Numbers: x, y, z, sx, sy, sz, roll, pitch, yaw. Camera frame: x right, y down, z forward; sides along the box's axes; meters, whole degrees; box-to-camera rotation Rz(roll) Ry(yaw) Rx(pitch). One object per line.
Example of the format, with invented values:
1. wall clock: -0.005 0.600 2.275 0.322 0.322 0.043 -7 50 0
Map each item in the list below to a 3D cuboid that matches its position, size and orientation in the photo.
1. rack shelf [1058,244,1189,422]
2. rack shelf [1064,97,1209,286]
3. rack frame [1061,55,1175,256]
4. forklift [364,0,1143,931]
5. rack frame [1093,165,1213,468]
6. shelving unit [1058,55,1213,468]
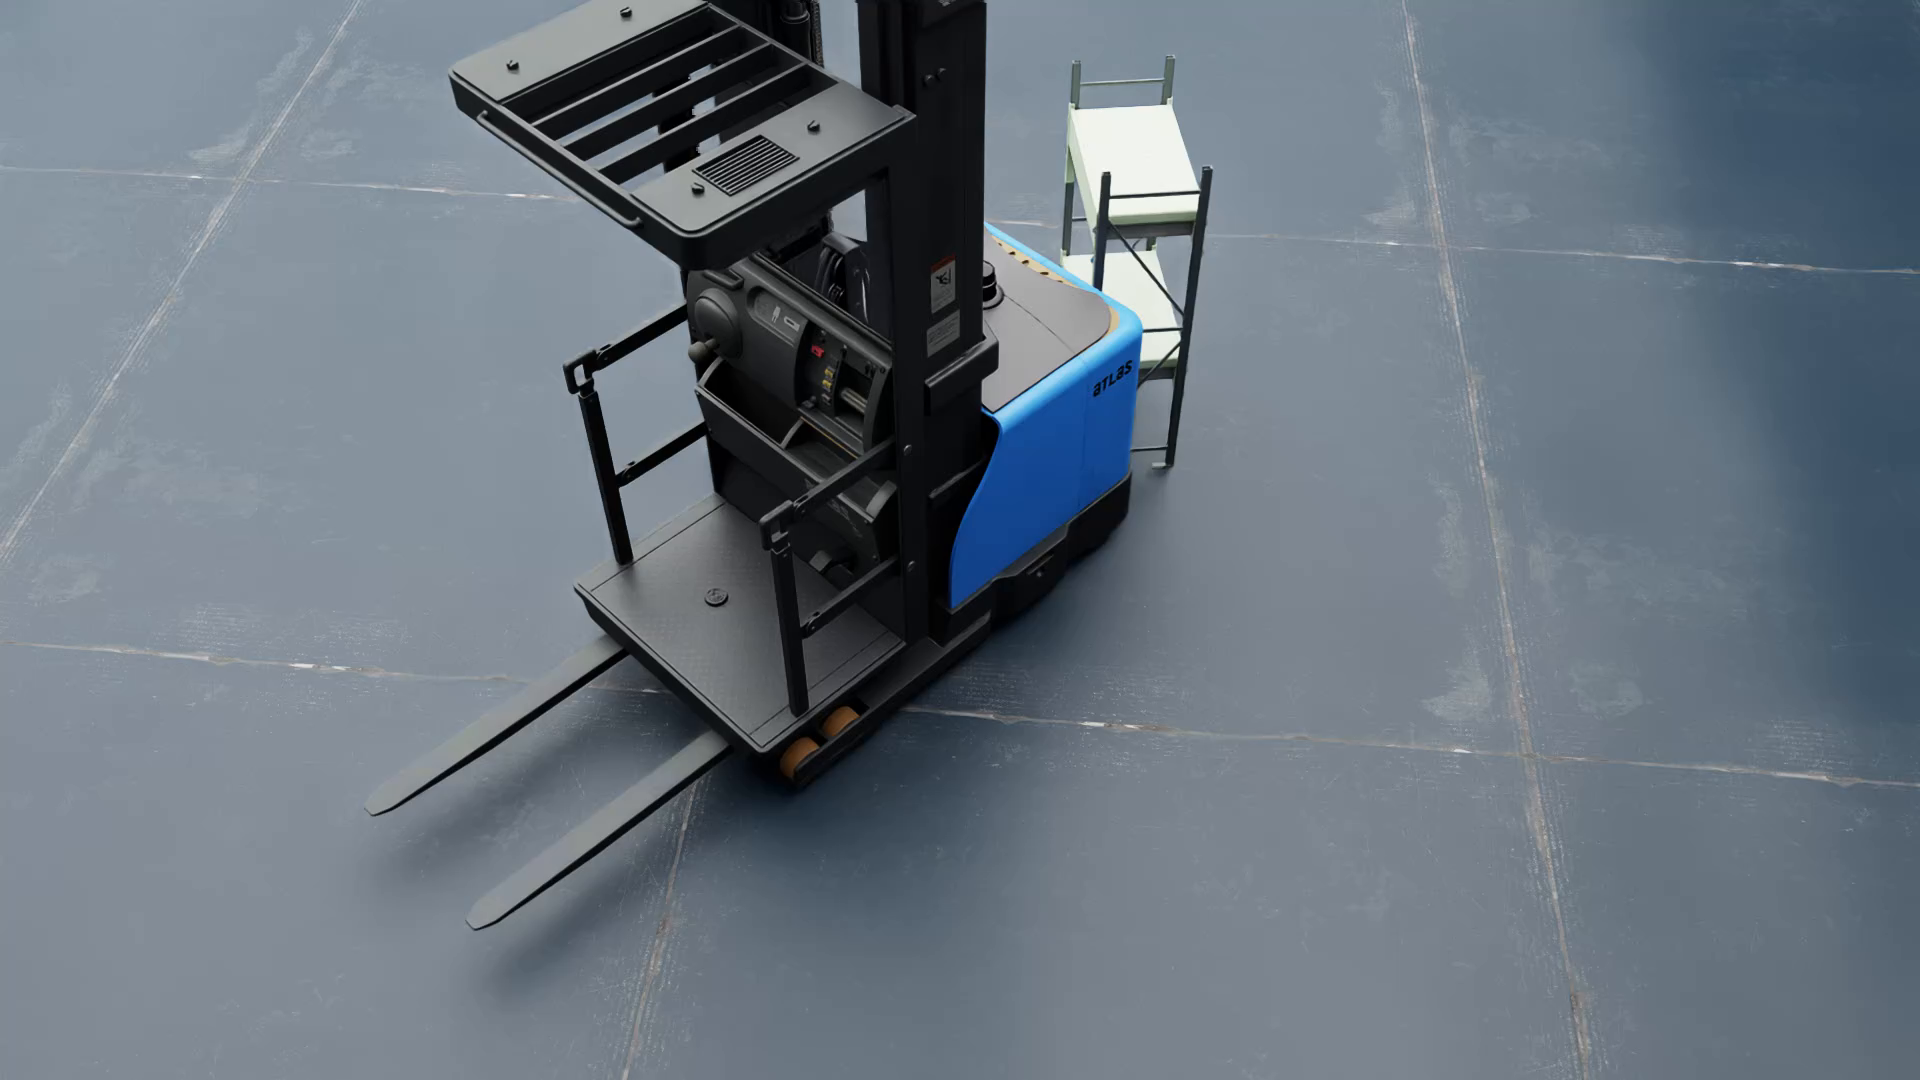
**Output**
1. rack shelf: 0.667 -0.859 6.961 0.431 0.370 0.720 -4 48 -4
2. rack shelf: 0.667 -1.343 6.433 0.431 0.370 0.720 -4 48 -4
3. rack frame: 0.631 -1.348 6.967 0.400 1.500 0.023 -4 48 -4
4. forklift: -0.714 -0.555 5.271 3.031 2.935 1.130 -36 57 -28
5. rack frame: 0.703 -0.811 6.475 0.400 1.500 0.023 -4 48 -4
6. shelving unit: 0.667 -1.079 6.721 0.431 1.500 0.755 -4 48 -4
